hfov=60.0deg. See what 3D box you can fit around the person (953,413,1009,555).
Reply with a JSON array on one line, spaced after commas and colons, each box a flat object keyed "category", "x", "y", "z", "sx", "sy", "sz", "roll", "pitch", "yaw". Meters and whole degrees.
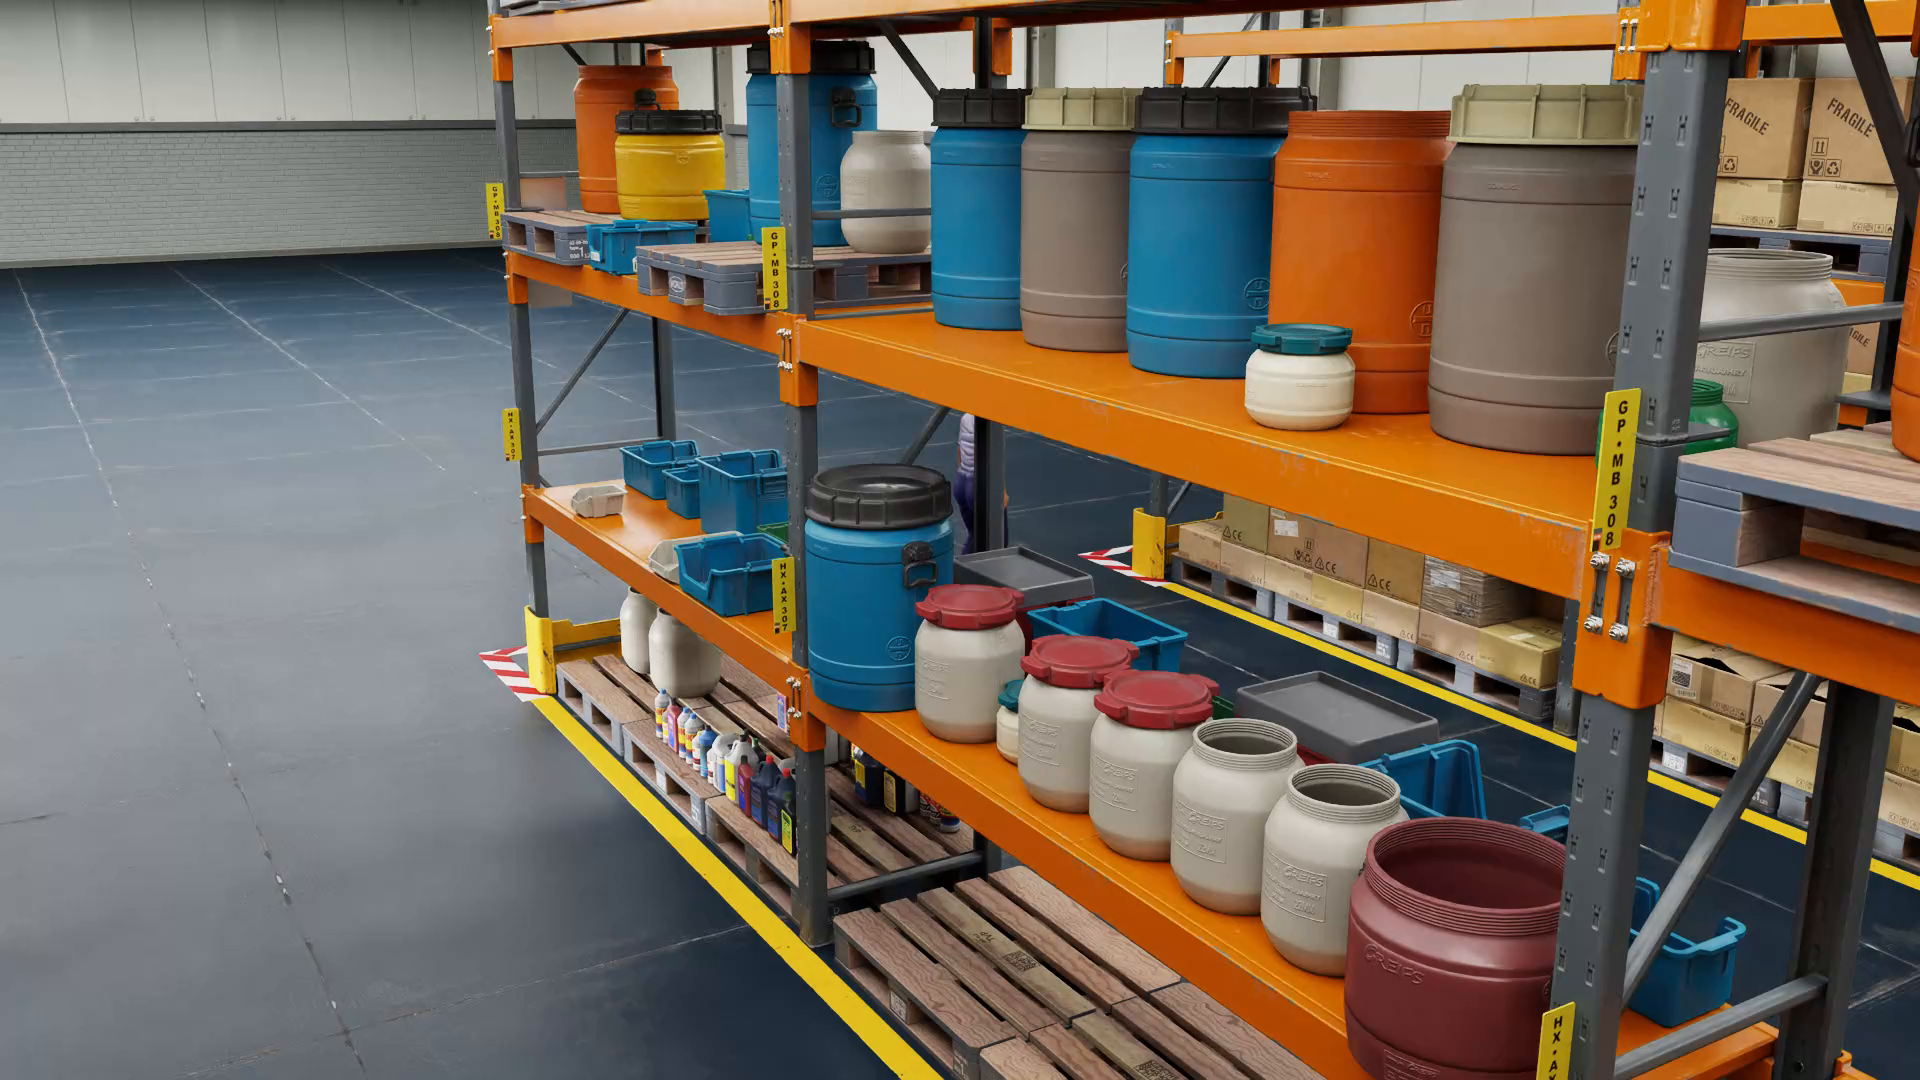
[{"category": "person", "x": 0.173, "y": -0.361, "z": 12.409, "sx": 0.371, "sy": 1.637, "sz": 0.538, "roll": -9, "pitch": 17, "yaw": -29}]
